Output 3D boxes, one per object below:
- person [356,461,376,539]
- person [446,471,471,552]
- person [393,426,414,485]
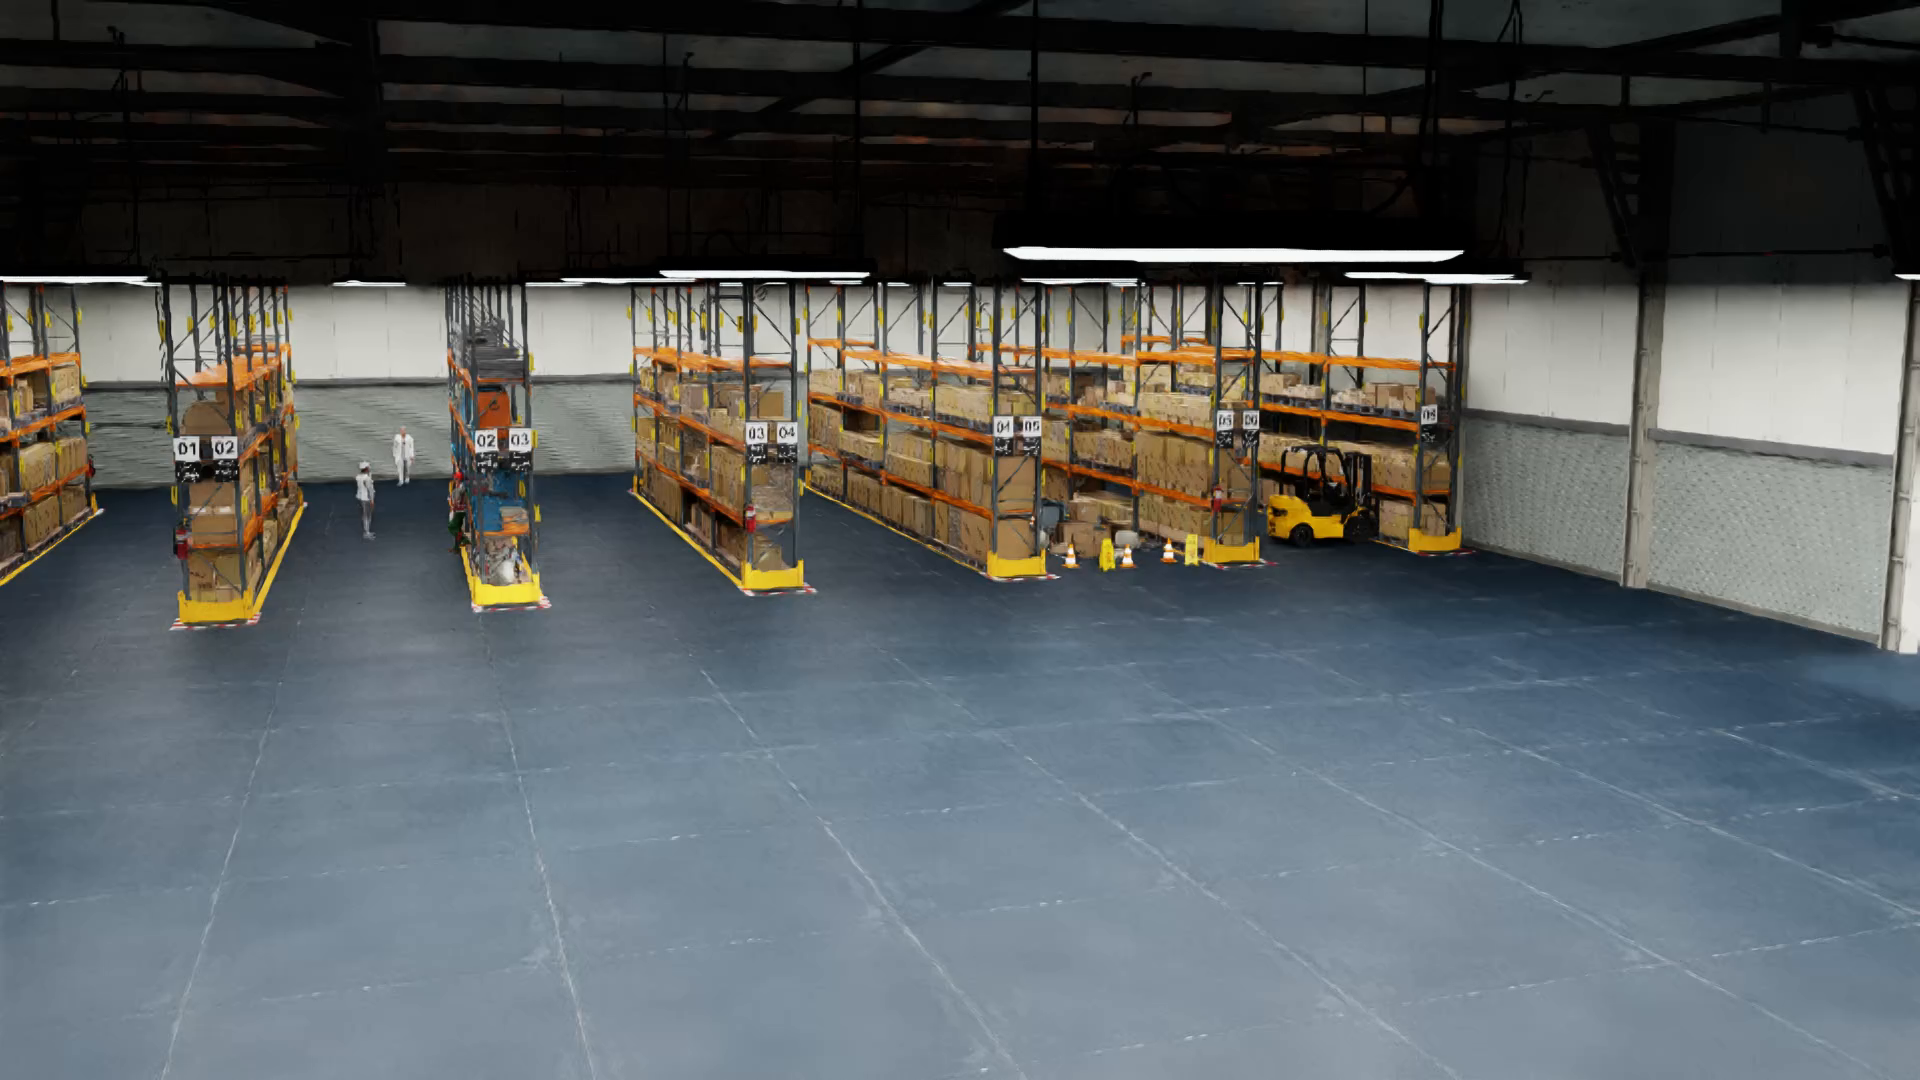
[{"bbox_3d":[-13.611,-0.929,38.227,0.463,1.782,0.598,-8,12,-43],"label":"person"},{"bbox_3d":[-10.922,-0.609,36.093,0.579,1.783,0.681,-1,9,-8],"label":"person"},{"bbox_3d":[-16.289,-2.481,48.725,0.586,1.700,1.193,-3,9,-20],"label":"person"}]
